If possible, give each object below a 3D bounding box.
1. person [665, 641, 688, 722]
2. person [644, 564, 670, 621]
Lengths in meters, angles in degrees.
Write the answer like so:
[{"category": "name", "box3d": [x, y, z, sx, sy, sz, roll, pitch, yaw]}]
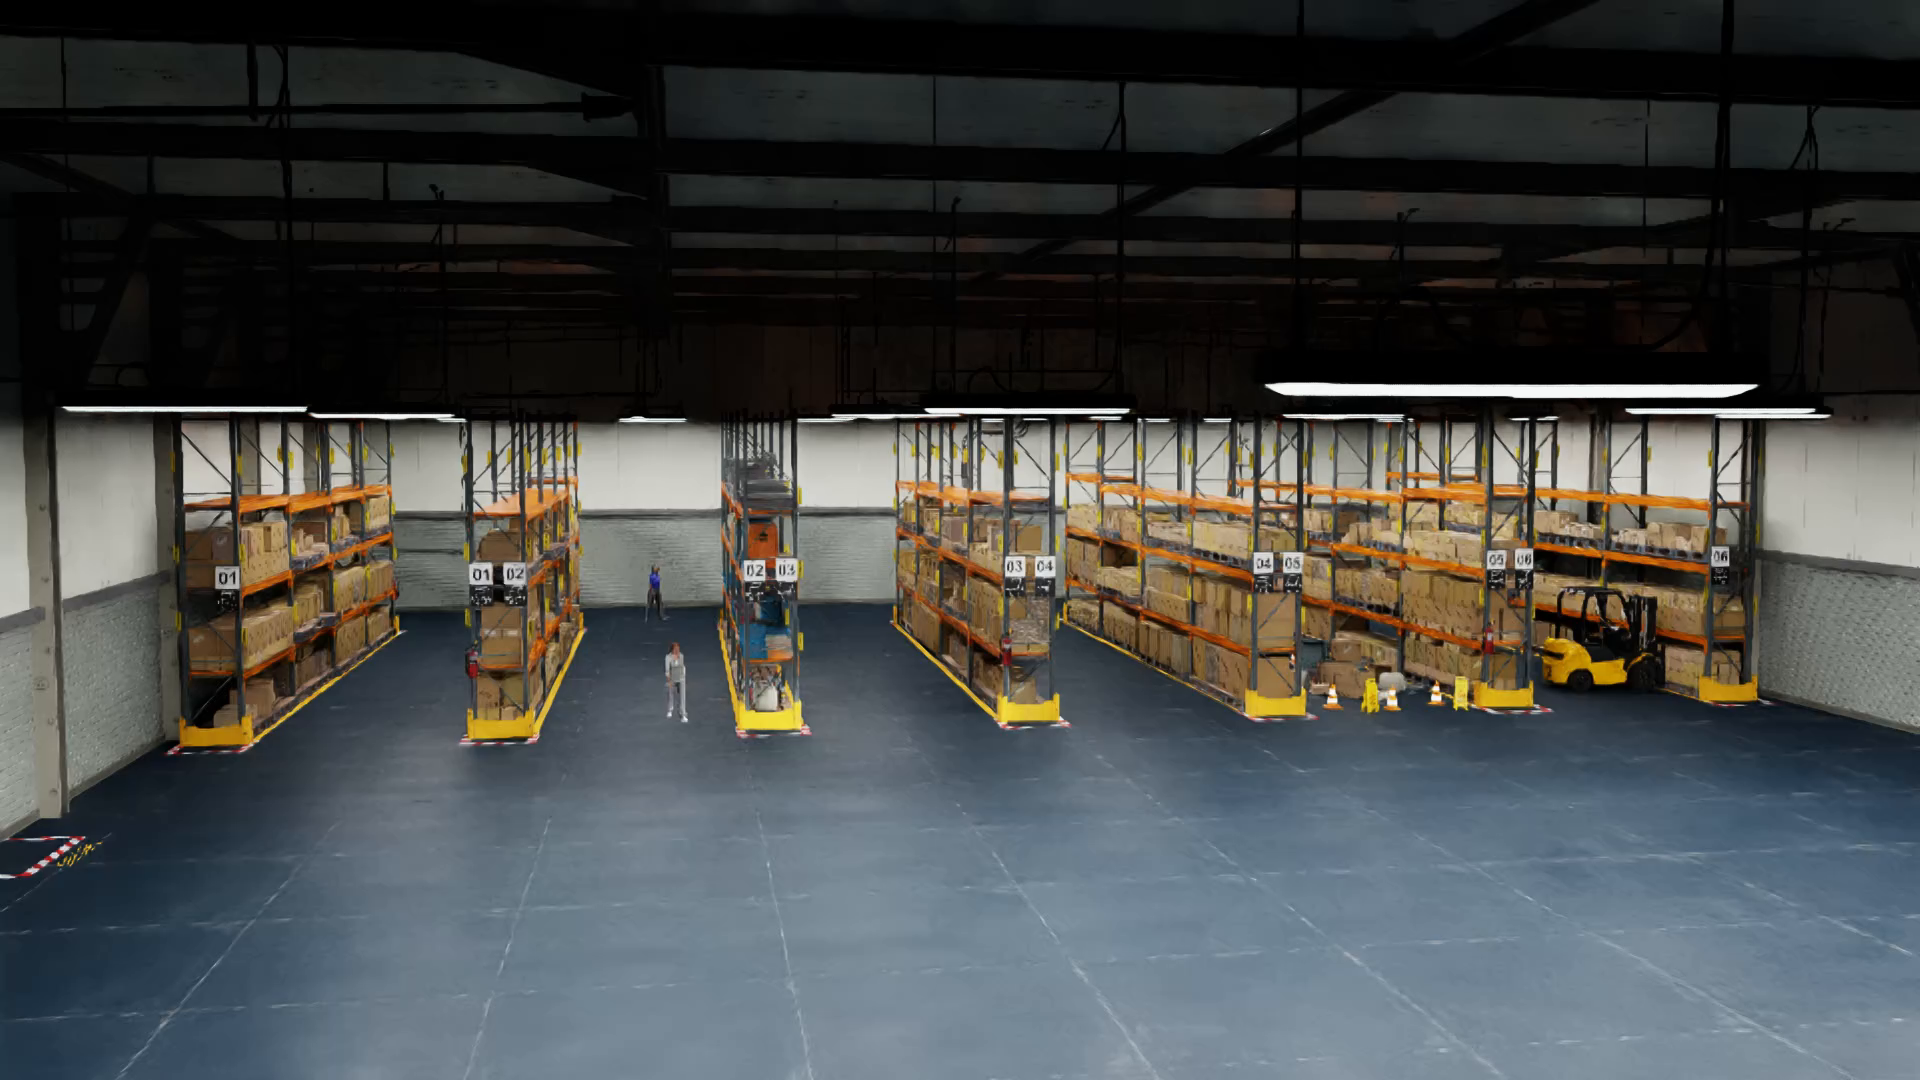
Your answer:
[{"category": "person", "box3d": [-5.492, 2.719, 32.047, 0.412, 1.509, 0.955, -1, 4, -18]}, {"category": "person", "box3d": [-8.849, 1.517, 48.373, 0.556, 1.650, 0.700, 2, 4, 27]}]
